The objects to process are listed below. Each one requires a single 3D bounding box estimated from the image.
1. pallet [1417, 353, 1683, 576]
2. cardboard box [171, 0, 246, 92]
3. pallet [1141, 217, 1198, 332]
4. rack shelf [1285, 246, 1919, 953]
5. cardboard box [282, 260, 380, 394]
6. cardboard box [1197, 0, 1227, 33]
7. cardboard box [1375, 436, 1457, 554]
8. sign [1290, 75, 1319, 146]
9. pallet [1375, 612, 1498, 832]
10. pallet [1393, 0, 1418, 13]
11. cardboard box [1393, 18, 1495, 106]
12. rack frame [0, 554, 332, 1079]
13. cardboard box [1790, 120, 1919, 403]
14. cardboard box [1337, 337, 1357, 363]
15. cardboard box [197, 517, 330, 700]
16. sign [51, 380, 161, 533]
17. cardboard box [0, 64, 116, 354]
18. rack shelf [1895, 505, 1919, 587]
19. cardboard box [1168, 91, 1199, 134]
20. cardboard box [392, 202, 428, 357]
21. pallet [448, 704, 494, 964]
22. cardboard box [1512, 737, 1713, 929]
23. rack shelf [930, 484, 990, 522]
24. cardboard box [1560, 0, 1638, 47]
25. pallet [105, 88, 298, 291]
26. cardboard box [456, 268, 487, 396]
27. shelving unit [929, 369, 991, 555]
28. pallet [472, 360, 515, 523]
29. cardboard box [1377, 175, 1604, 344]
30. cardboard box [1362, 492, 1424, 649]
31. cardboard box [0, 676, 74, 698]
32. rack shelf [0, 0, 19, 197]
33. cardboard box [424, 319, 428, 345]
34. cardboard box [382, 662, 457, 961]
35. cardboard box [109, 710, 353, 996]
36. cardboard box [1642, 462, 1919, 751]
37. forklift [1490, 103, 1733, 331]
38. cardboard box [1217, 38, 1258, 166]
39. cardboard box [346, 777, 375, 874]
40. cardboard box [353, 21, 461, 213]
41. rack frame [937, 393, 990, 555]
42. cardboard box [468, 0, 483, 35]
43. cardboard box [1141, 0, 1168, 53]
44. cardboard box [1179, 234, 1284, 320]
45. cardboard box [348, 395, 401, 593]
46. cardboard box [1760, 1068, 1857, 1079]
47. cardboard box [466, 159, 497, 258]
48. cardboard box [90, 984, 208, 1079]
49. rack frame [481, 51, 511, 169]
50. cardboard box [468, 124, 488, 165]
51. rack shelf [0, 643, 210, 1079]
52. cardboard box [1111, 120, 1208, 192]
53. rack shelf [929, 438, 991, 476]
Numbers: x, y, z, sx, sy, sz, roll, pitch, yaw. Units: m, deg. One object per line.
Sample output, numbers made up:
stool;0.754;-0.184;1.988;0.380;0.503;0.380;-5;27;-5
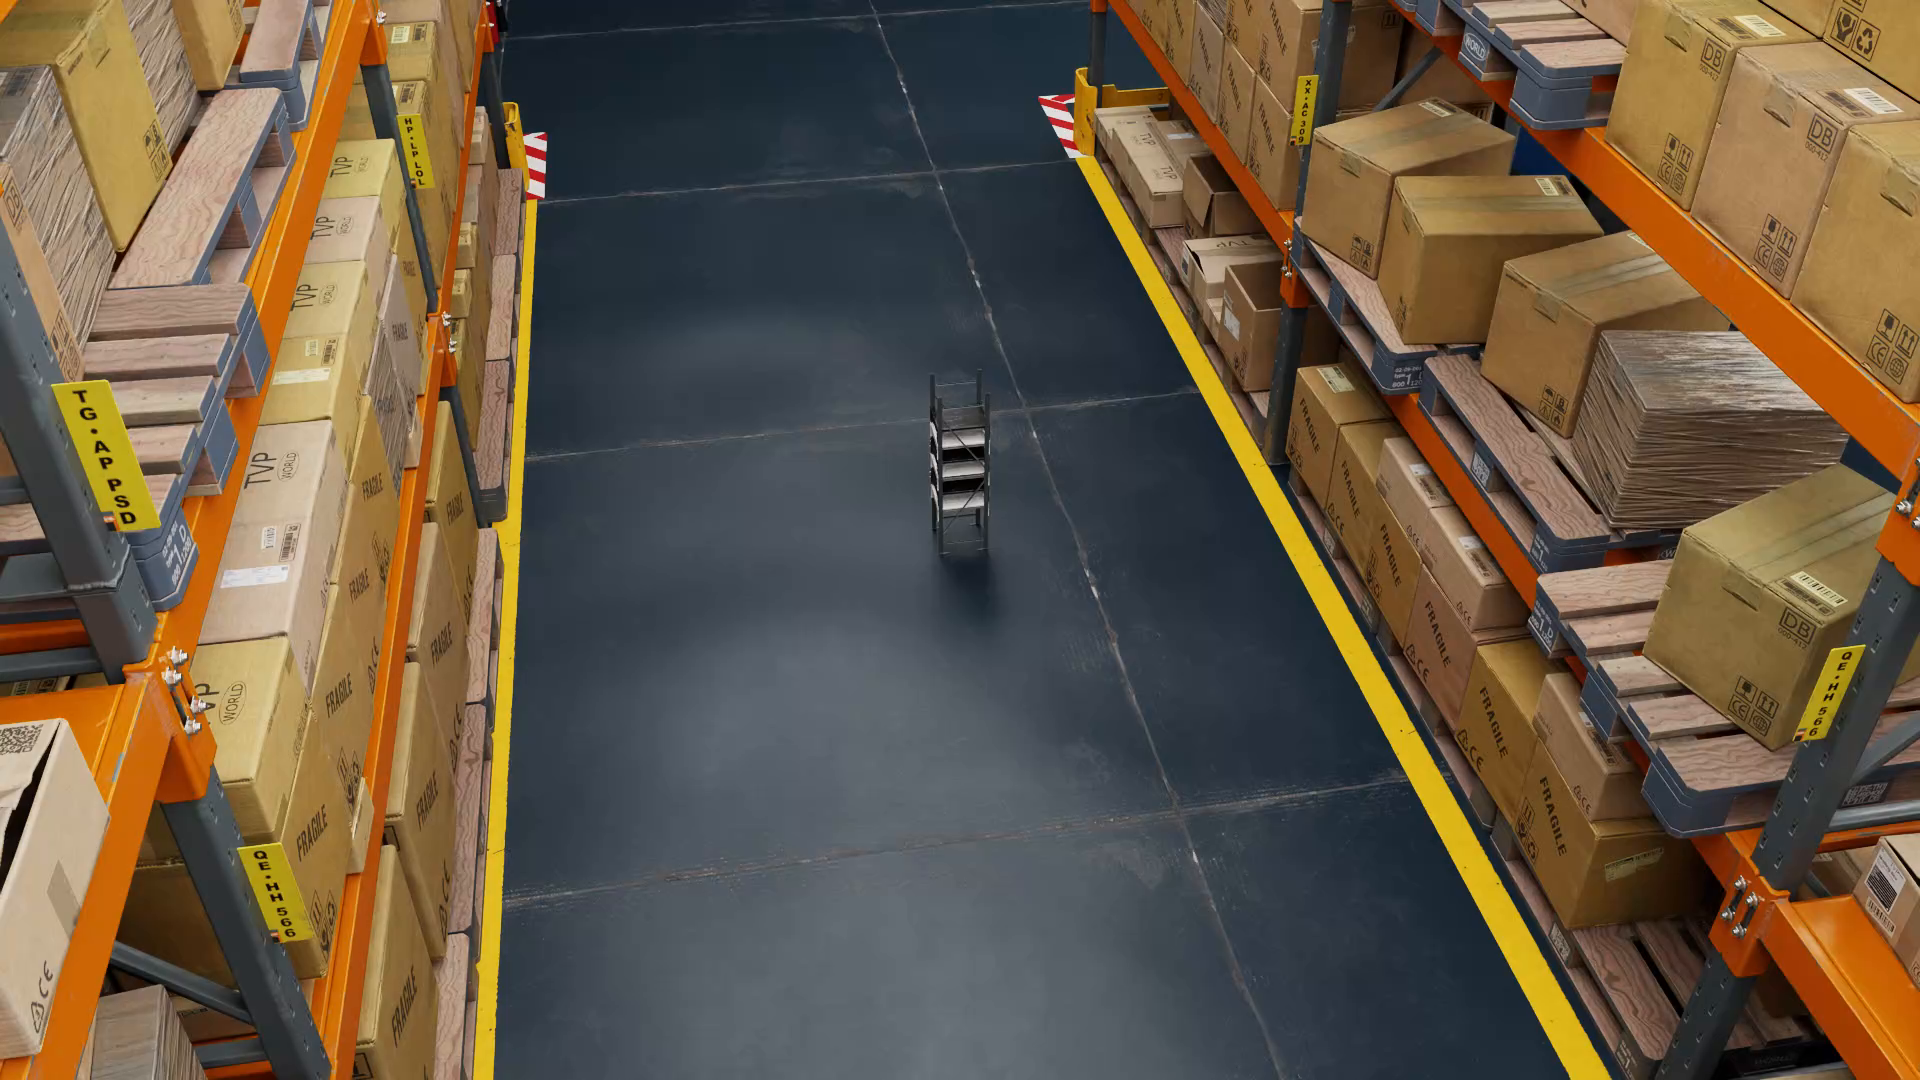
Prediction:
pallet;2.441;-0.336;6.294;1.003;0.211;1.213;-6;38;-8
cardboard box;-2.584;-1.644;4.936;0.700;0.500;0.500;-7;38;-9
pallet;1.748;-1.706;10.174;1.003;0.211;1.213;-6;38;-8
rack shelf;2.436;-0.162;6.499;1.077;0.370;4.000;-6;38;-8
cardboard box;-2.288;-0.707;5.664;0.500;0.250;0.500;-6;38;-7
cardboard box;1.561;-2.979;8.643;0.500;0.500;0.500;-6;38;-8
cardboard box;2.105;-0.214;7.048;0.500;0.250;0.500;-6;38;-8
sign;1.552;-1.933;7.487;0.100;0.325;0.005;-6;38;-8
pallet;2.482;0.673;7.112;1.003;0.211;1.213;-6;38;-8
pallet;2.130;-2.363;6.454;1.213;0.211;1.003;-6;38;-8
cardboard box;2.279;-2.403;7.902;0.500;0.500;0.500;-5;38;-7
rack frame;-2.090;1.297;4.035;1.000;3.000;0.127;-6;38;-8
cardboard box;2.677;-0.722;4.107;0.910;0.500;0.500;-6;38;-8
cardboard box;2.224;-1.043;8.880;0.500;0.311;0.500;-6;38;-8
cardboard box;-2.011;0.210;4.483;0.500;0.250;0.500;-7;38;-9
sign;-1.555;-0.149;3.030;0.100;0.325;0.005;-6;38;-8
cardboard box;-2.376;-0.702;3.723;0.700;0.500;0.500;-8;39;-10
rack shelf;3.137;1.070;2.469;1.077;0.370;4.000;-6;38;-8
cardboard box;1.722;-2.954;11.187;0.500;0.500;0.500;-6;38;-8
cardboard box;-2.462;-1.032;6.693;0.500;0.500;0.500;-7;38;-9
pallet;-2.365;1.179;6.460;1.003;0.211;1.213;-6;38;-8
cardboard box;2.391;1.036;6.050;0.500;0.500;0.500;-5;38;-6
rack shelf;-0.001;-0.192;8.011;0.258;0.077;0.200;-6;38;-8
cardboard box;2.337;-1.966;5.285;0.600;0.600;0.600;-8;38;-10
pallet;-2.454;-0.871;4.535;1.003;0.211;1.213;-5;38;-6
cardboard box;-2.906;-1.064;8.770;0.700;0.500;0.500;-7;38;-8
shelving unit;-0.001;-0.360;7.880;0.258;0.900;0.210;-6;38;-8
pallet;-2.848;-0.485;8.602;1.003;0.211;1.213;-6;38;-8
cardboard box;2.131;-1.140;6.749;0.700;0.500;0.500;-1;38;-1
cardboard box;2.115;0.102;7.253;0.500;0.500;0.500;-6;38;-7
cardboard box;-2.425;0.590;3.994;0.500;0.250;0.500;-5;38;-7
rack shelf;-2.441;-1.838;4.093;1.077;0.370;4.000;-6;38;-8
cardboard box;-2.453;-0.854;6.992;0.380;0.149;0.250;-6;38;-8
cardboard box;-2.237;0.992;5.838;0.750;0.750;0.750;-6;38;-8
cardboard box;-1.923;0.812;4.320;0.500;0.500;0.500;-5;38;-7
cardboard box;2.565;0.189;5.038;0.700;0.500;0.500;-19;42;-23
forklift;4.326;-2.761;9.315;1.130;2.935;3.031;-9;39;-11
cardboard box;1.653;-2.279;8.557;0.500;0.500;0.500;-5;38;-7
cardboard box;-1.919;0.842;4.810;0.380;0.149;0.250;-5;38;-7
cardboard box;-2.993;-2.008;8.045;0.980;0.700;0.700;-7;38;-9
rack frame;0.016;-0.299;7.801;0.240;0.900;0.006;-6;38;-8
cardboard box;-3.393;-3.346;9.768;0.980;0.700;0.700;-5;38;-6
cardboard box;1.383;-3.198;9.740;0.500;0.500;0.500;-6;38;-8
cardboard box;1.574;-1.532;9.510;0.500;0.311;0.500;-6;38;-8
cardboard box;-2.191;-0.119;5.518;0.500;0.500;0.500;-5;38;-7
cardboard box;2.589;1.809;4.819;0.500;0.311;0.500;-5;38;-6
cardboard box;-3.184;-1.999;9.973;0.700;0.500;0.500;-6;38;-8
cardboard box;-1.998;1.367;3.505;0.700;0.500;0.500;-11;39;-13
rack frame;-3.493;-3.535;10.255;1.000;3.000;0.127;-6;38;-8
cardboard box;-3.024;-2.345;9.890;0.380;0.149;0.250;-5;38;-7
rack shelf;-1.739;1.605;1.781;1.077;0.370;4.000;-6;38;-8
cardboard box;1.287;-2.497;10.801;0.500;0.250;0.500;-6;38;-8
rack shelf;-0.001;-0.405;7.845;0.258;0.077;0.200;-6;38;-8
